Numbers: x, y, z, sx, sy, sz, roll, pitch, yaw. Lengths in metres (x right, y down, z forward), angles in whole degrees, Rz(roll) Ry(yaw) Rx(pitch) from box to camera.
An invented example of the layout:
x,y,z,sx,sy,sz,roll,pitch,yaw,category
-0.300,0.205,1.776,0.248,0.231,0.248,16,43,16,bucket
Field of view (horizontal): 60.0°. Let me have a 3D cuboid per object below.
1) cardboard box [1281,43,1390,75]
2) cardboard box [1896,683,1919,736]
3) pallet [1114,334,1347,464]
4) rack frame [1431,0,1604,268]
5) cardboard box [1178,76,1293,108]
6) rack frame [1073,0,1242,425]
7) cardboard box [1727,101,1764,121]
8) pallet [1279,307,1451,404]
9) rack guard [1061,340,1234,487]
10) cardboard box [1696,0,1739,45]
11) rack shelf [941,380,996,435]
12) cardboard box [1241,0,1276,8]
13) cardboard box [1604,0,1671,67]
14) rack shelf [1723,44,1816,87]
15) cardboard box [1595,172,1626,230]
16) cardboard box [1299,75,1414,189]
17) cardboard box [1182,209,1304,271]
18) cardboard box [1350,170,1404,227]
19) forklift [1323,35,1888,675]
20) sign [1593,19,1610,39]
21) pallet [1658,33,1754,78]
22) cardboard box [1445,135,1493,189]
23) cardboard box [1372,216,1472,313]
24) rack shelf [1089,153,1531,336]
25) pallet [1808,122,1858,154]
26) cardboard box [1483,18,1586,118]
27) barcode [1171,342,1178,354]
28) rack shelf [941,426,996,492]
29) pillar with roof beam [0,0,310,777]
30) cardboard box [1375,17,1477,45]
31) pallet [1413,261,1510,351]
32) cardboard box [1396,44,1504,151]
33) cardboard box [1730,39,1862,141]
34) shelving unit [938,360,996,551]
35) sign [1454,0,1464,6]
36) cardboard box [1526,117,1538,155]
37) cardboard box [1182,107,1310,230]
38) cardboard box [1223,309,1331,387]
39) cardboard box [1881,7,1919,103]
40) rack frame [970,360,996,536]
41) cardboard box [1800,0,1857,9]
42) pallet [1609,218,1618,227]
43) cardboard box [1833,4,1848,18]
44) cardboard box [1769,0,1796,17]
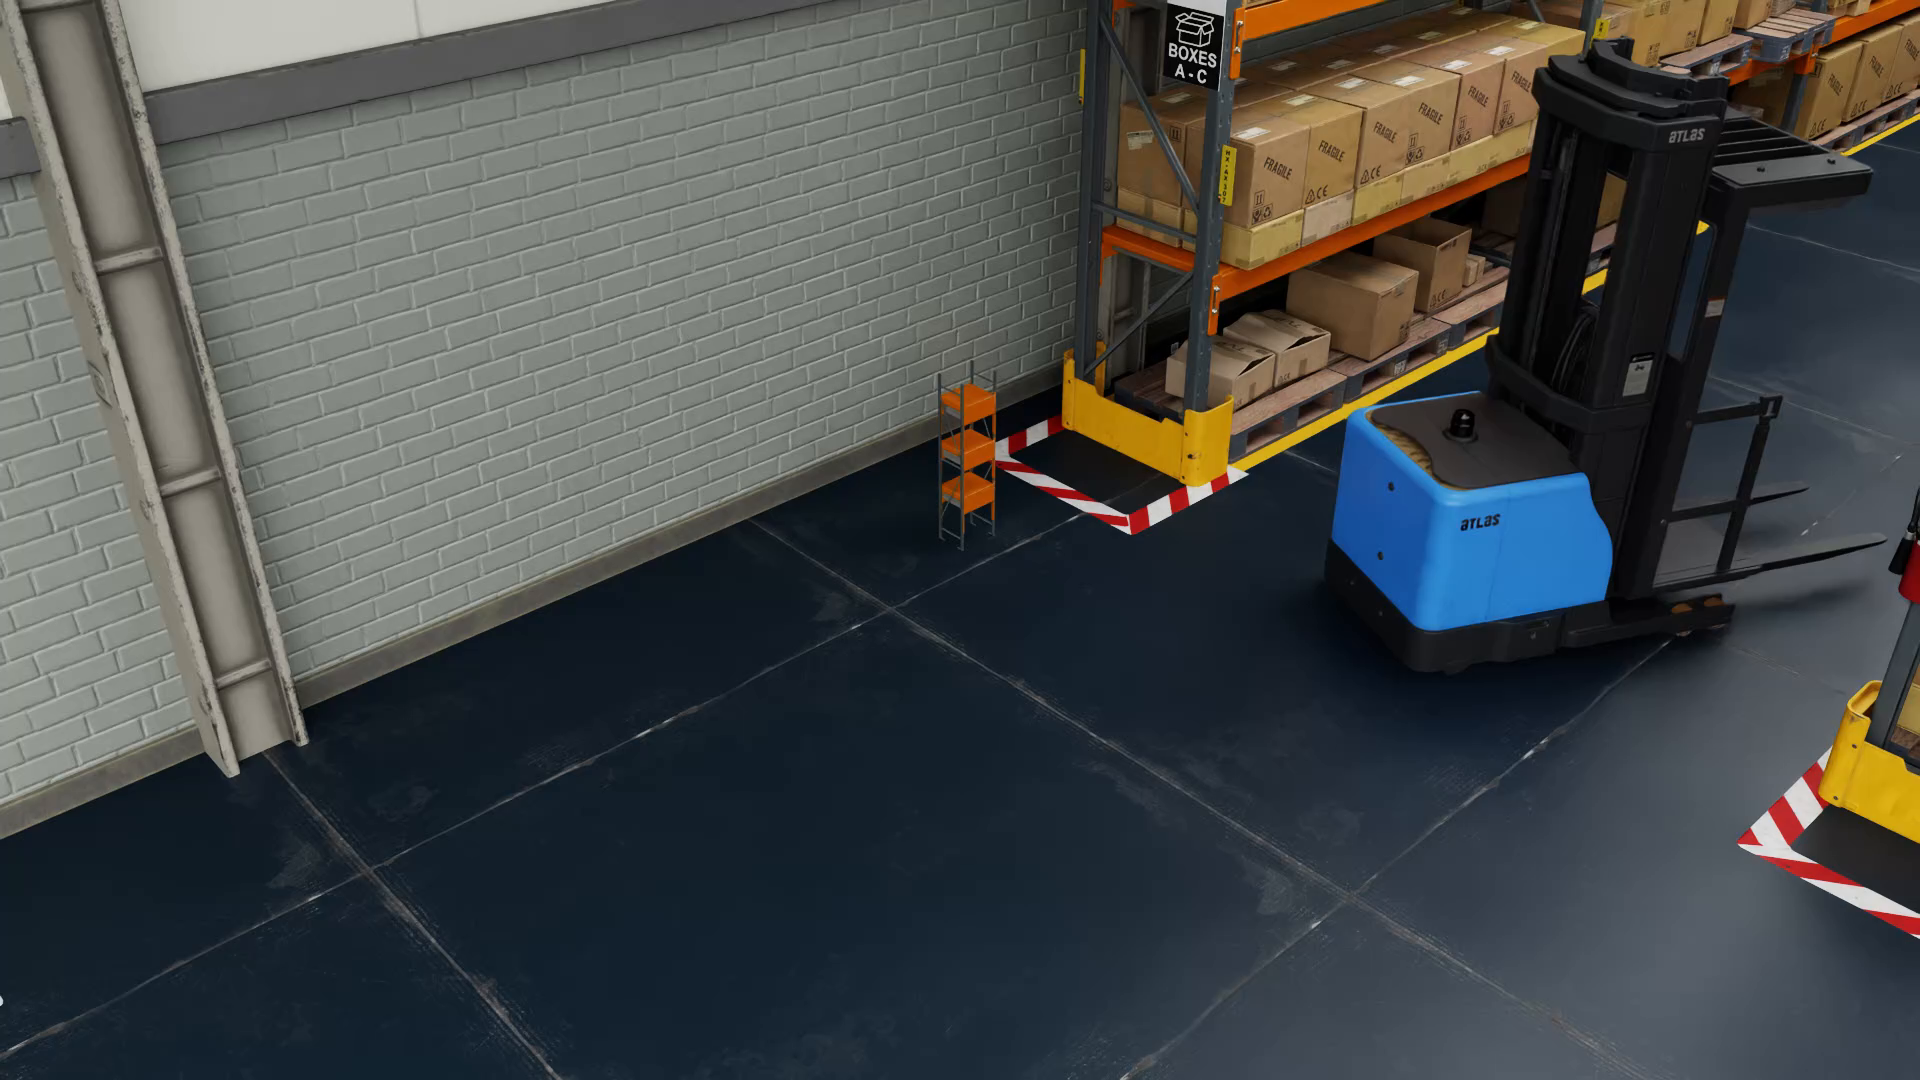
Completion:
x,y,z,sx,sy,sz,roll,pitch,yaw,category
2.422,-2.897,10.853,0.500,0.500,0.500,-25,39,-35,cardboard box
4.663,0.738,7.735,0.500,0.250,0.500,-26,40,-35,cardboard box
1.775,-0.958,10.948,1.213,0.211,1.003,-26,40,-35,pallet
4.033,-3.265,12.048,0.127,3.000,1.000,-26,40,-35,rack frame
1.677,-2.534,10.258,0.500,0.500,0.500,-25,39,-35,cardboard box
1.100,-1.846,9.728,0.127,3.000,1.000,-26,40,-35,rack frame
6.474,-3.529,14.455,0.500,0.500,0.700,-25,39,-35,cardboard box
2.670,-1.388,11.653,1.213,0.211,1.003,-26,40,-35,pallet
1.156,-0.806,10.424,0.348,0.500,1.175,-26,40,-35,rack guard
5.730,-4.293,13.212,0.500,0.500,0.700,-26,40,-35,cardboard box
0.039,-0.700,9.199,0.240,0.259,0.215,-26,40,-35,rack shelf
1.515,-3.200,8.952,0.500,0.500,0.500,-25,39,-34,cardboard box
4.844,-3.858,12.501,0.500,0.500,0.700,-21,37,-31,cardboard box
5.500,-3.667,13.396,4.000,0.370,1.077,-26,40,-35,rack shelf
4.906,-2.856,13.354,0.500,0.500,0.700,-27,40,-36,cardboard box
2.407,-2.517,10.231,0.500,0.500,0.500,-27,41,-37,cardboard box
1.674,-1.842,9.846,0.500,0.250,0.500,-27,41,-37,cardboard box
2.422,-2.210,10.448,0.500,0.250,0.500,-27,40,-36,cardboard box
3.572,-1.001,8.413,3.031,2.935,1.130,-9,33,-14,forklift
4.408,-3.429,11.487,0.005,0.325,0.100,-26,40,-35,sign
5.543,-3.884,13.244,1.213,0.211,1.003,-26,40,-35,pallet
3.163,-2.567,11.032,0.500,0.250,0.500,-26,40,-36,cardboard box
3.299,-2.003,11.958,0.500,0.500,0.500,26,40,35,cardboard box
2.567,-2.248,11.076,4.000,0.370,1.077,-26,40,-35,rack shelf
7.596,-3.745,15.506,1.213,0.211,1.003,-26,40,-35,pallet
3.897,-3.243,11.419,0.500,0.500,0.500,-26,40,-36,cardboard box
1.410,-1.261,10.918,0.075,0.075,0.001,-26,40,-35,barcode
0.039,-0.458,9.347,0.240,0.259,0.215,-26,40,-35,rack shelf
-0.447,-1.209,2.936,0.400,9.000,9.100,-26,40,-35,pillar with roof beam
3.165,-3.260,11.447,0.500,0.500,0.500,-26,40,-36,cardboard box
3.565,-1.823,12.364,1.213,0.211,1.003,-26,40,-35,pallet
3.158,-2.889,10.840,0.500,0.500,0.500,-27,41,-37,cardboard box
7.595,-4.156,15.164,0.750,0.750,0.750,-26,40,-36,cardboard box
0.039,-0.467,9.342,0.252,1.050,0.215,-26,40,-35,shelving unit
3.653,-3.970,12.091,0.005,0.325,0.100,-26,40,-35,sign
3.892,-2.925,11.618,0.500,0.250,0.500,-26,40,-35,cardboard box
1.654,-2.165,9.655,0.500,0.500,0.500,-26,40,-35,cardboard box
2.087,-1.300,10.990,0.500,0.311,0.500,-22,38,-32,cardboard box
8.861,-4.768,16.164,0.750,0.750,0.750,-24,39,-34,cardboard box
0.129,-0.510,9.412,0.008,1.050,0.200,-26,40,-35,rack frame
7.496,-4.936,14.381,0.500,0.500,0.500,-24,39,-34,cardboard box
5.498,-2.787,13.939,1.213,0.211,1.003,-26,40,-35,pallet
7.556,-4.699,14.615,0.250,0.149,0.380,-25,39,-35,cardboard box
6.628,-4.743,13.949,0.700,0.500,0.500,24,39,34,cardboard box
